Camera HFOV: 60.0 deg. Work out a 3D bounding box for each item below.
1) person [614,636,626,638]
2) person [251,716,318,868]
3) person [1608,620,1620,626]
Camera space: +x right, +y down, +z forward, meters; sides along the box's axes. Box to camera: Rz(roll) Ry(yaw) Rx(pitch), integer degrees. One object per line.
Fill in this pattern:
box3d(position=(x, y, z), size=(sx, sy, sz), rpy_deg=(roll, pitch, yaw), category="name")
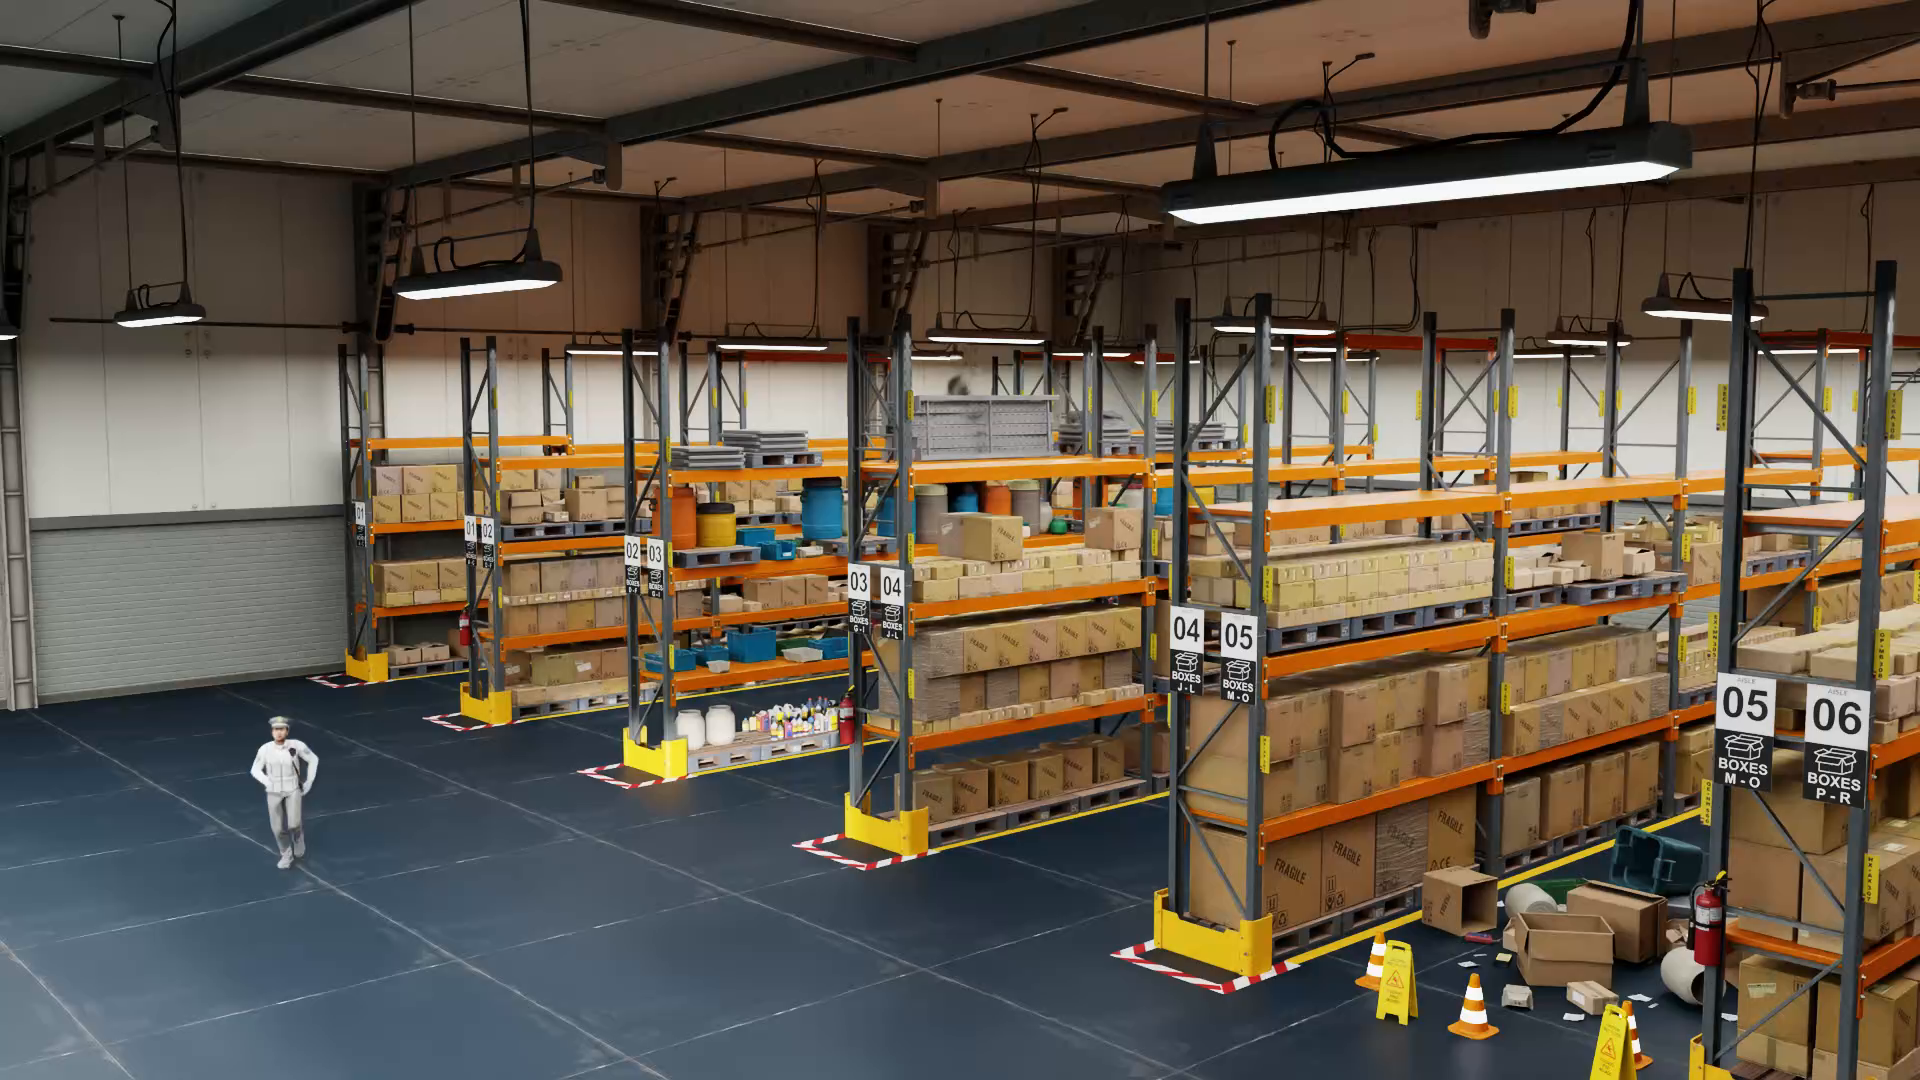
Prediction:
box3d(position=(-6.129, 1.694, 30.123), size=(0.594, 1.549, 0.537), rpy_deg=(-5, 7, -45), category="person")
box3d(position=(-7.298, 2.729, 17.953), size=(0.667, 1.662, 0.526), rpy_deg=(-1, 5, -15), category="person")
box3d(position=(9.832, 2.050, 25.178), size=(0.604, 1.691, 0.900), rpy_deg=(4, 6, 36), category="person")
